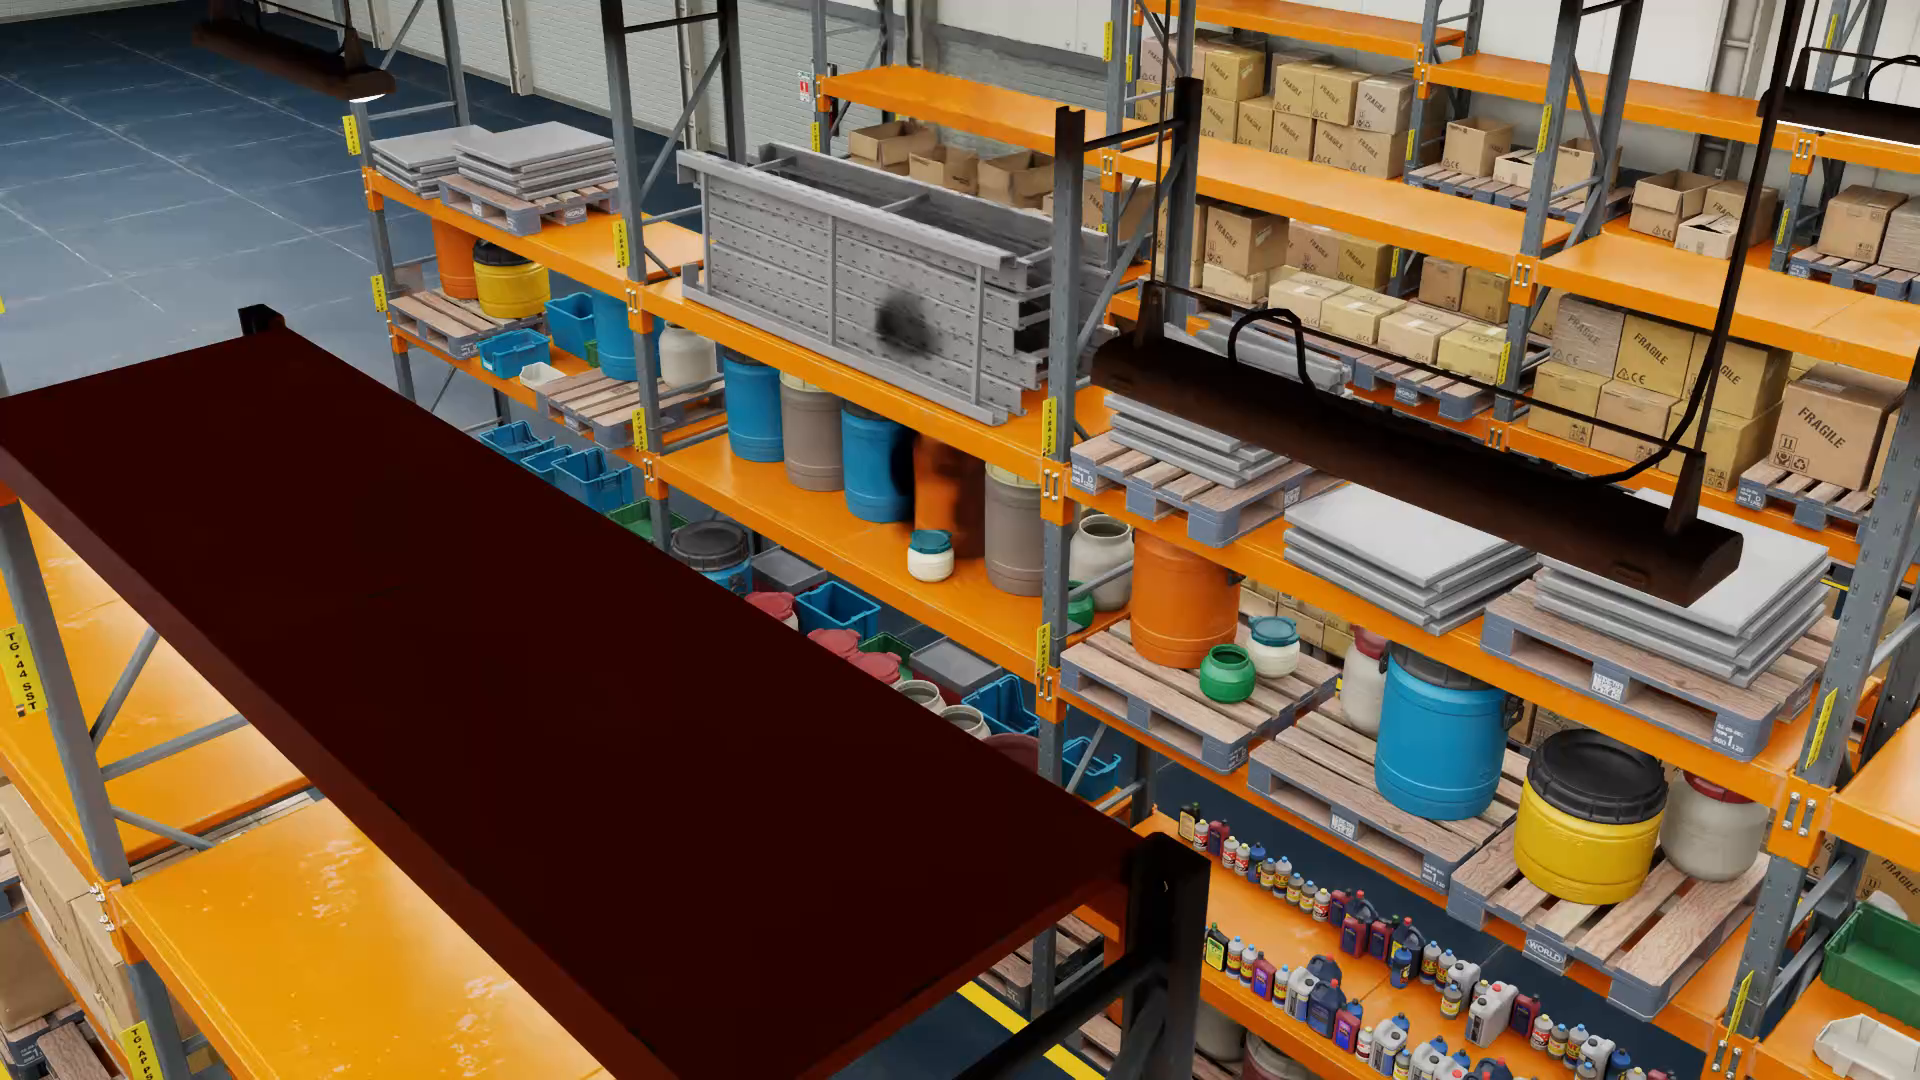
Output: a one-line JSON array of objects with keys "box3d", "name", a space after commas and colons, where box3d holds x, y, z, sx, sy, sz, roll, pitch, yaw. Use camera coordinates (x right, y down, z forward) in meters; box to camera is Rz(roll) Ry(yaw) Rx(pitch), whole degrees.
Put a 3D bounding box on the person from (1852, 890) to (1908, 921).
[{"box3d": [5.141, 2.804, 9.748, 0.737, 1.840, 0.642, 23, 36, 37], "name": "person"}]
